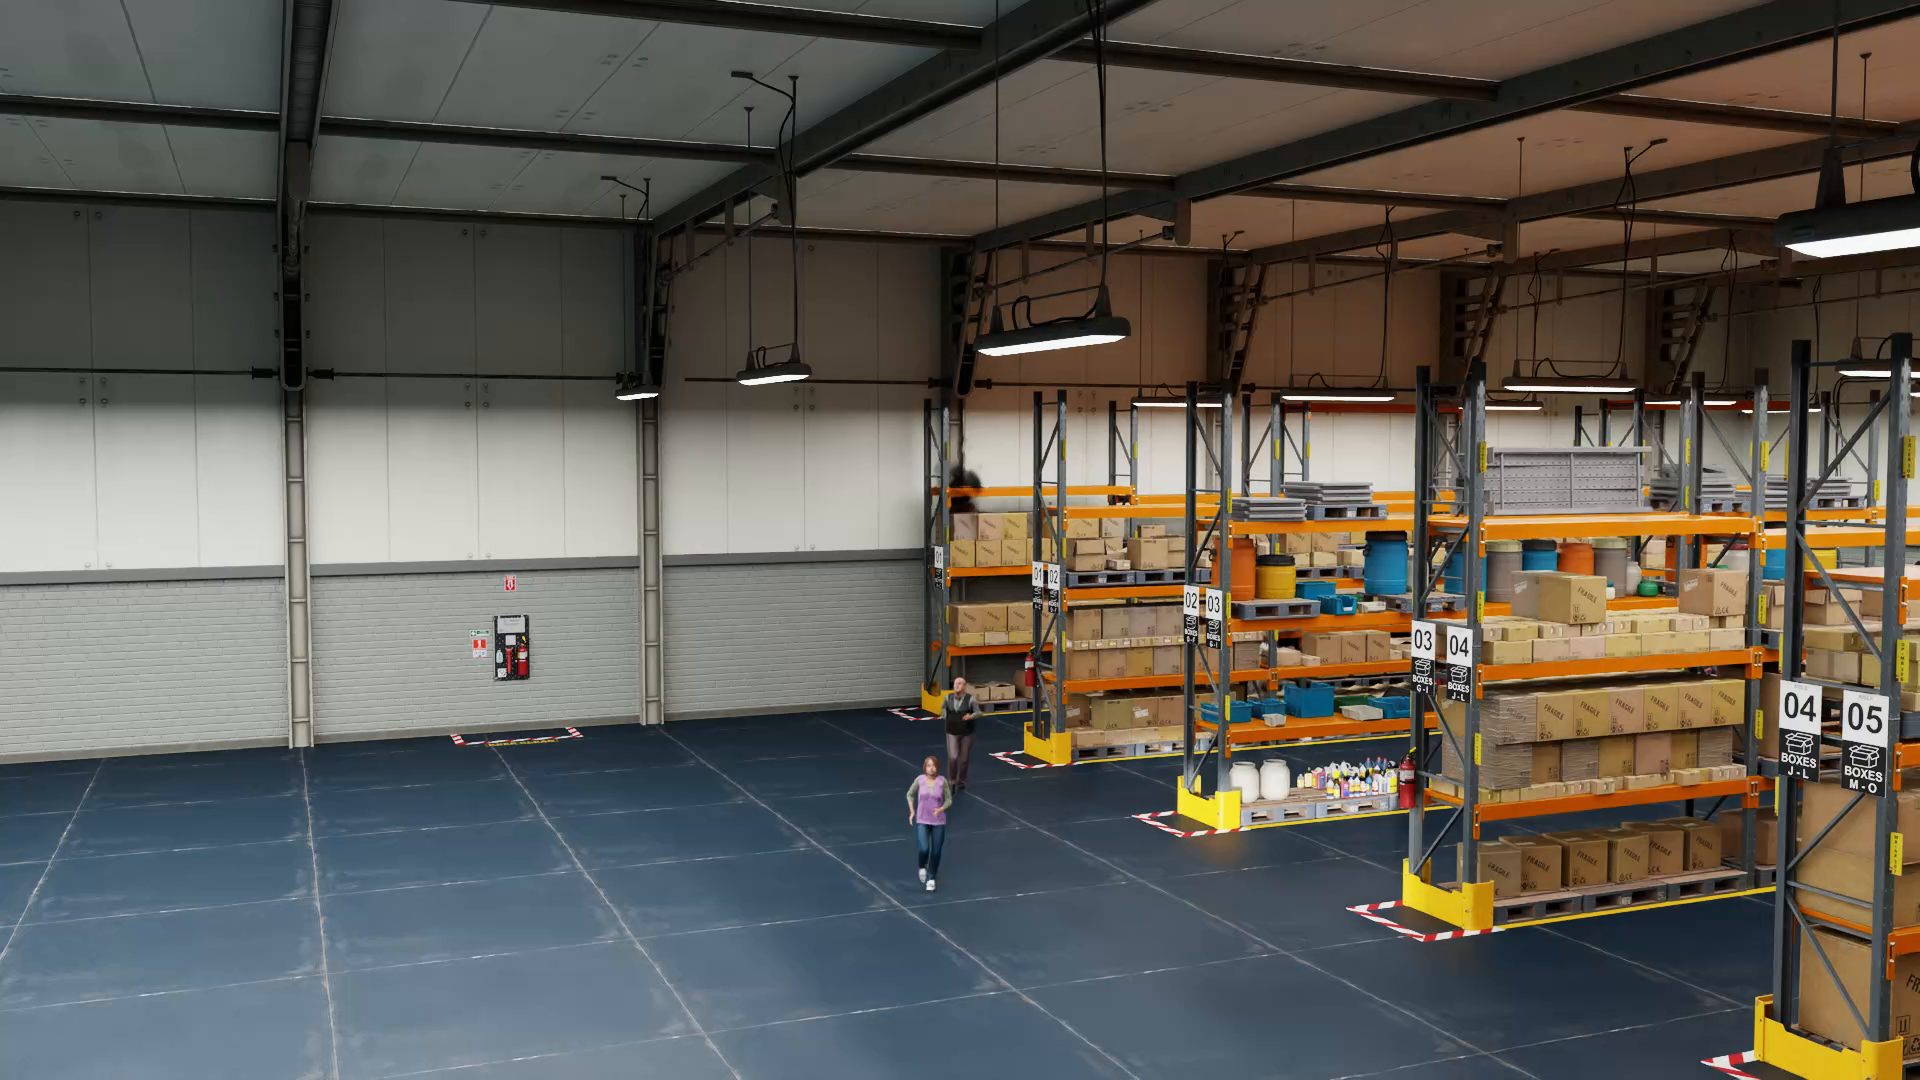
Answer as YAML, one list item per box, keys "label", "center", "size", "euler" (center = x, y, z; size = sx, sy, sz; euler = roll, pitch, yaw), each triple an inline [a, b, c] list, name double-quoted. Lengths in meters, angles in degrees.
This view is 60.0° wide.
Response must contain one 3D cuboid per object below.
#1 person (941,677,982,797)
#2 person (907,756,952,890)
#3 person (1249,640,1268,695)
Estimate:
- label: "person"
  center: [0.010, 2.889, 24.351]
  size: [0.627, 1.765, 0.739]
  euler: [0, 3, 5]
- label: "person"
  center: [-0.346, 3.257, 19.057]
  size: [0.522, 1.559, 0.549]
  euler: [0, 3, -3]
- label: "person"
  center: [5.530, 2.521, 31.017]
  size: [0.661, 1.695, 0.586]
  euler: [-2, 4, -32]
